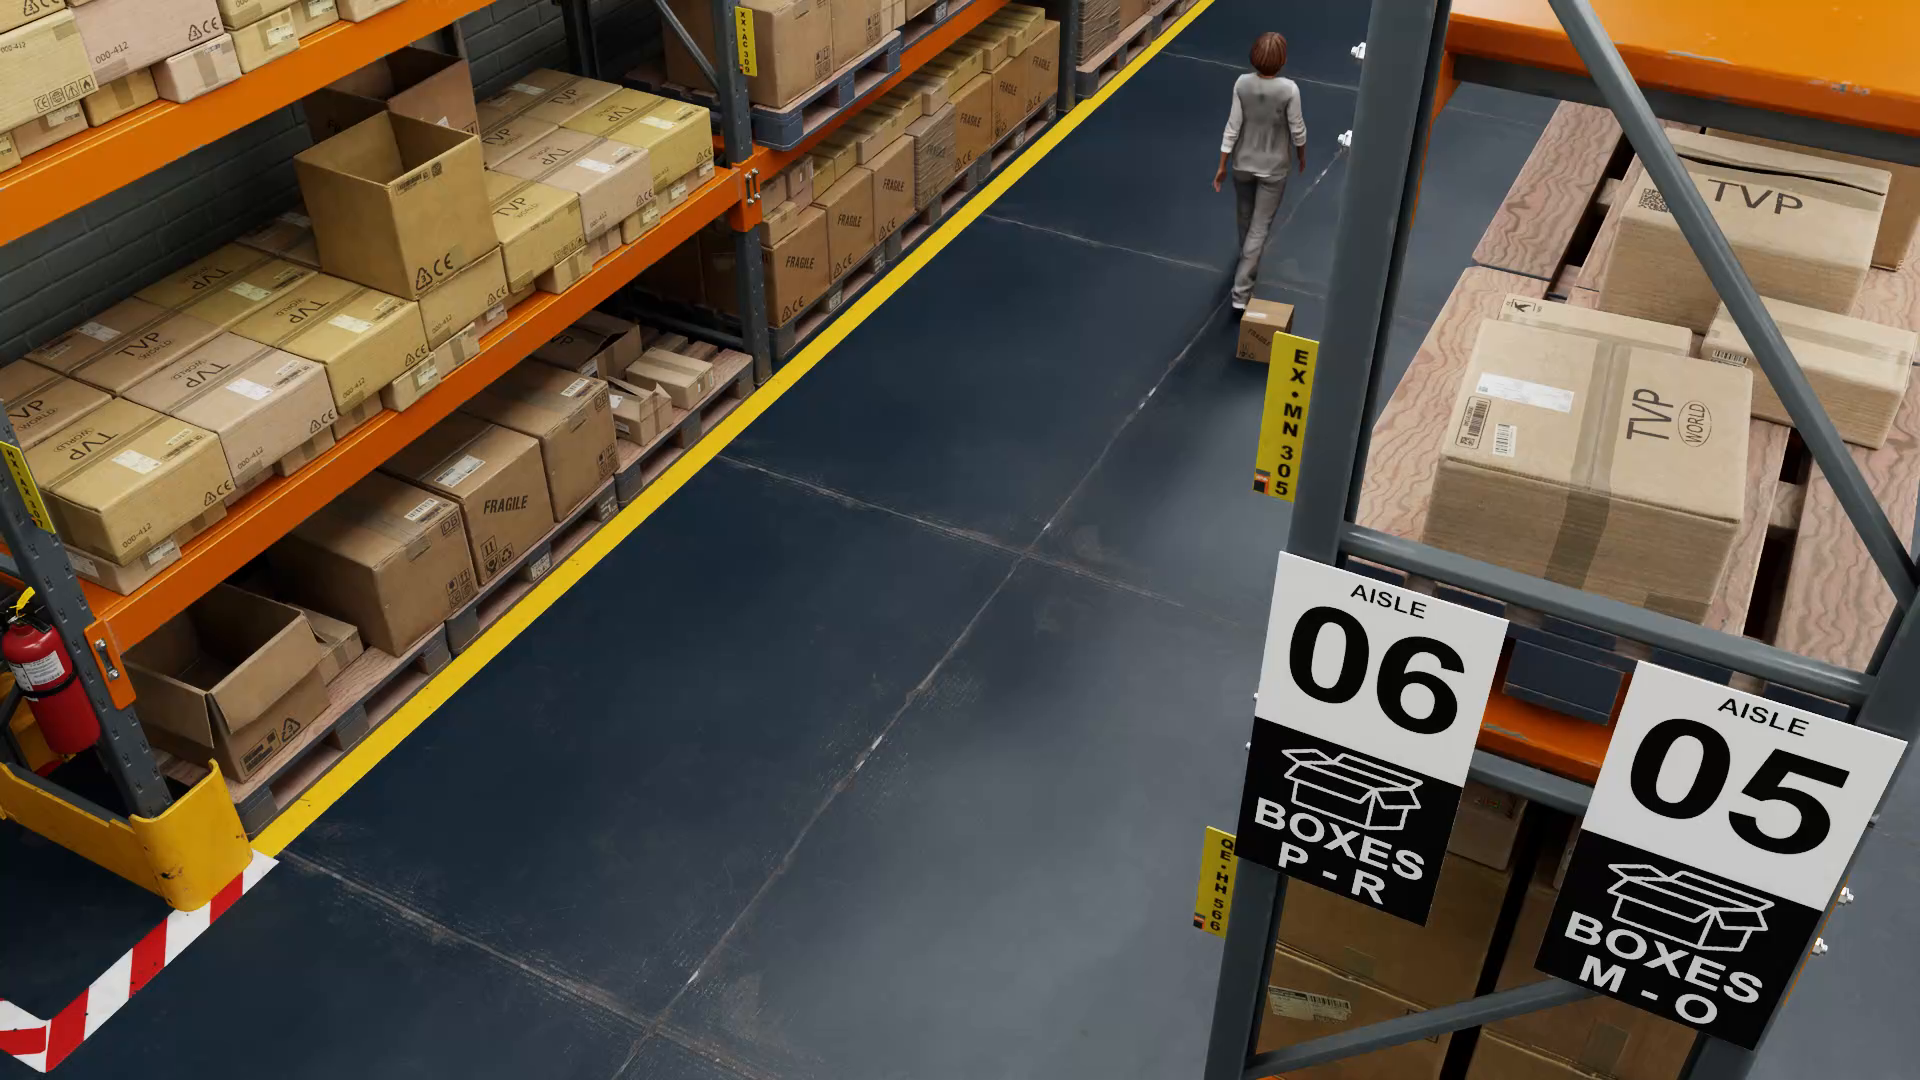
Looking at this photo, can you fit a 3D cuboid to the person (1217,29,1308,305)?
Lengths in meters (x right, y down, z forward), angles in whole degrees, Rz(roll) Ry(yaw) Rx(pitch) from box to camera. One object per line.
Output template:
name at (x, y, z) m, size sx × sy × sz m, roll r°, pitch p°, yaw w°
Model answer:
person at (1.747, -2.182, 9.493) m, size 0.433 × 1.544 × 0.918 m, roll 17°, pitch 42°, yaw 20°
